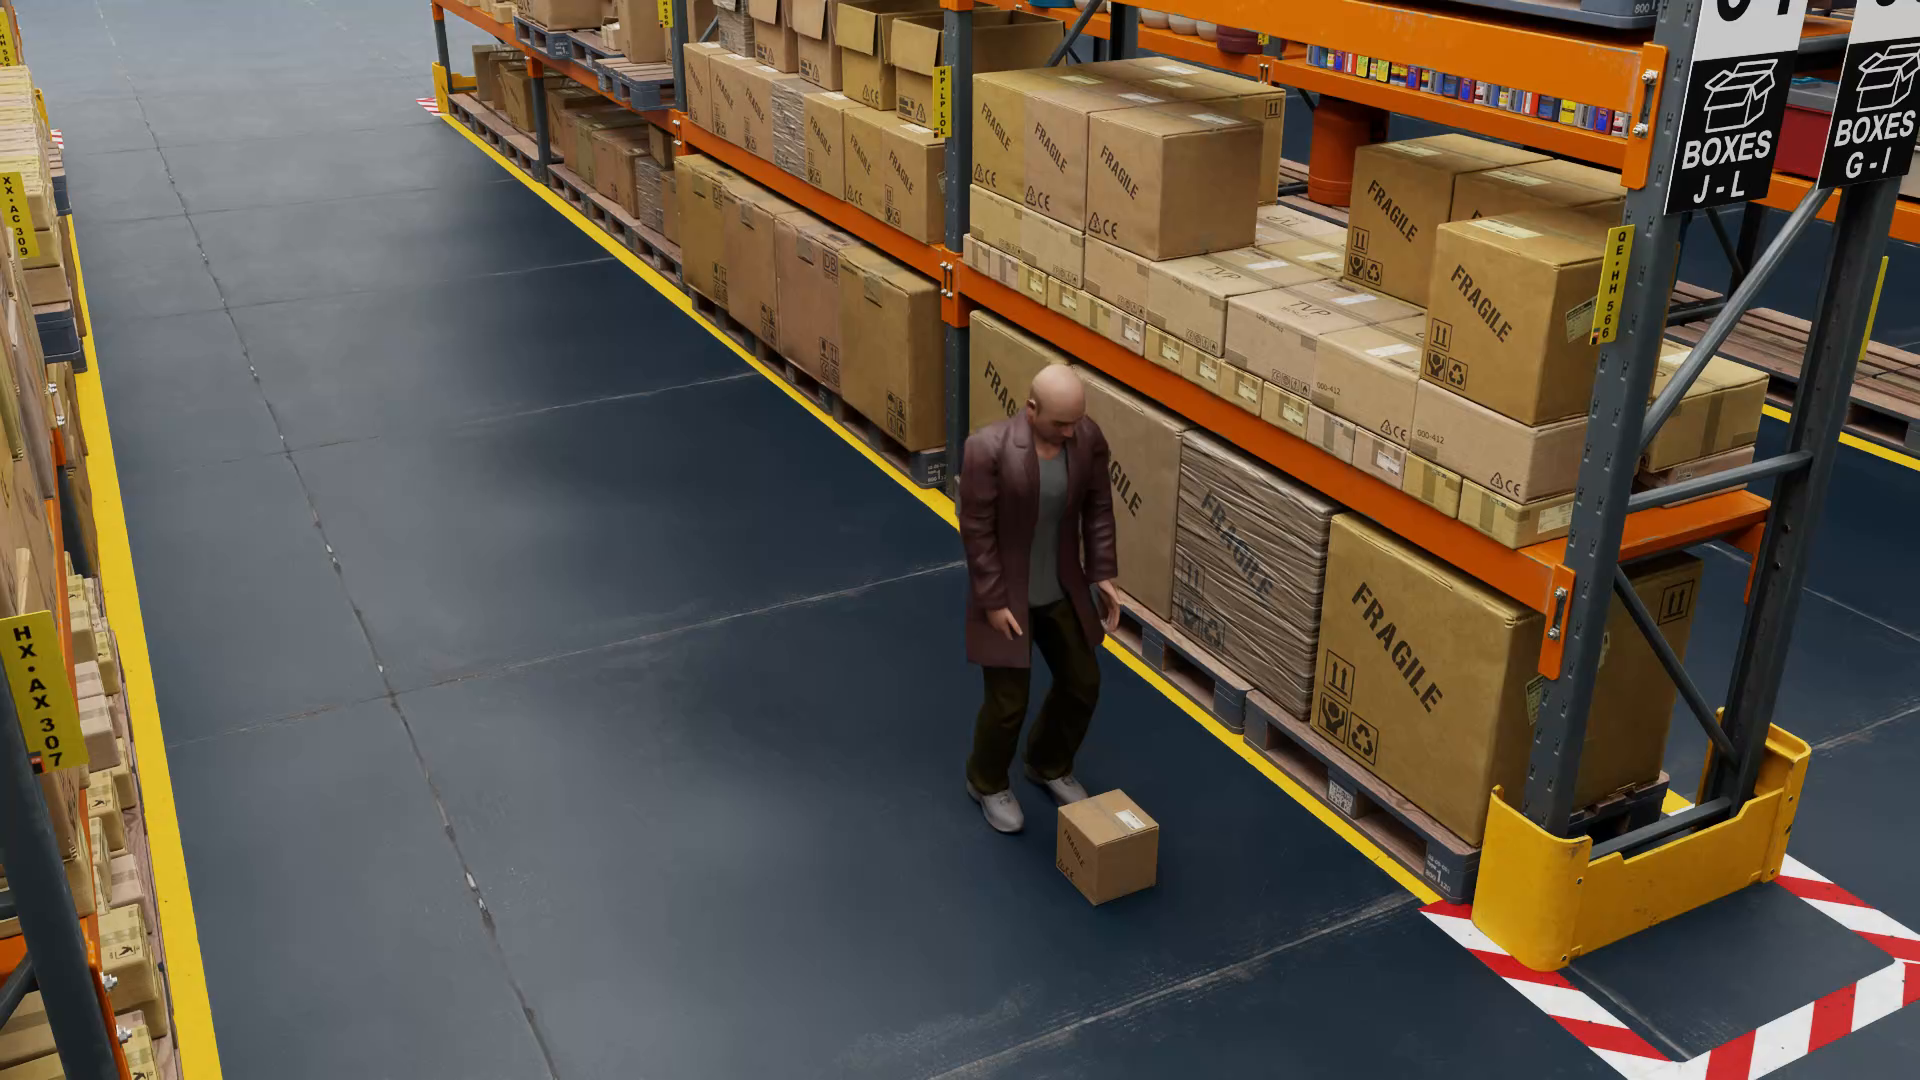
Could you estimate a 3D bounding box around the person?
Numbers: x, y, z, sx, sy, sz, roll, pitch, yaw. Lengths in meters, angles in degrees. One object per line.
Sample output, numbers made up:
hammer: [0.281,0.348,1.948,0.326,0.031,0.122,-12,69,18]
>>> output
person: [0.273,0.187,5.803,0.586,1.727,0.432,-12,28,-24]
